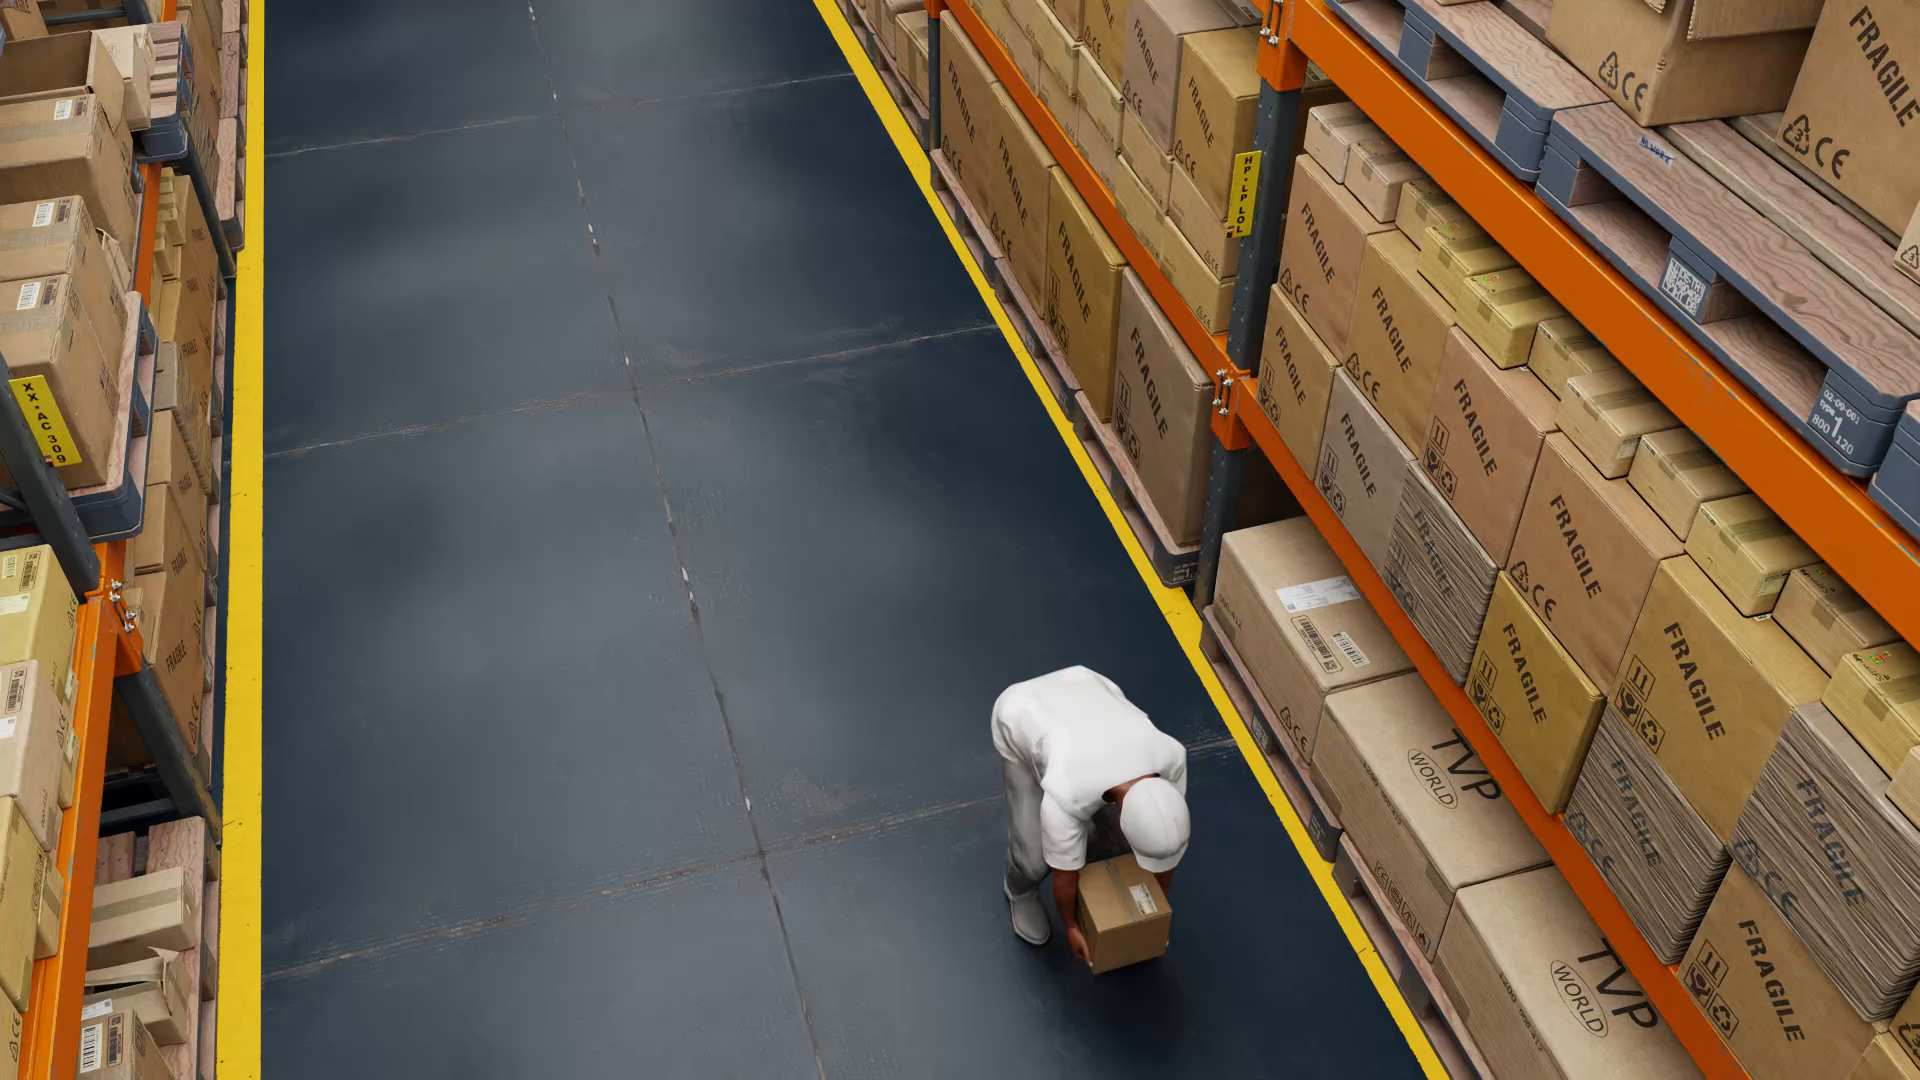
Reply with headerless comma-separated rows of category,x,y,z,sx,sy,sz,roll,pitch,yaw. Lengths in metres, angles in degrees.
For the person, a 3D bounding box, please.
person,0.444,0.967,5.465,0.500,1.232,0.945,-15,44,-16
